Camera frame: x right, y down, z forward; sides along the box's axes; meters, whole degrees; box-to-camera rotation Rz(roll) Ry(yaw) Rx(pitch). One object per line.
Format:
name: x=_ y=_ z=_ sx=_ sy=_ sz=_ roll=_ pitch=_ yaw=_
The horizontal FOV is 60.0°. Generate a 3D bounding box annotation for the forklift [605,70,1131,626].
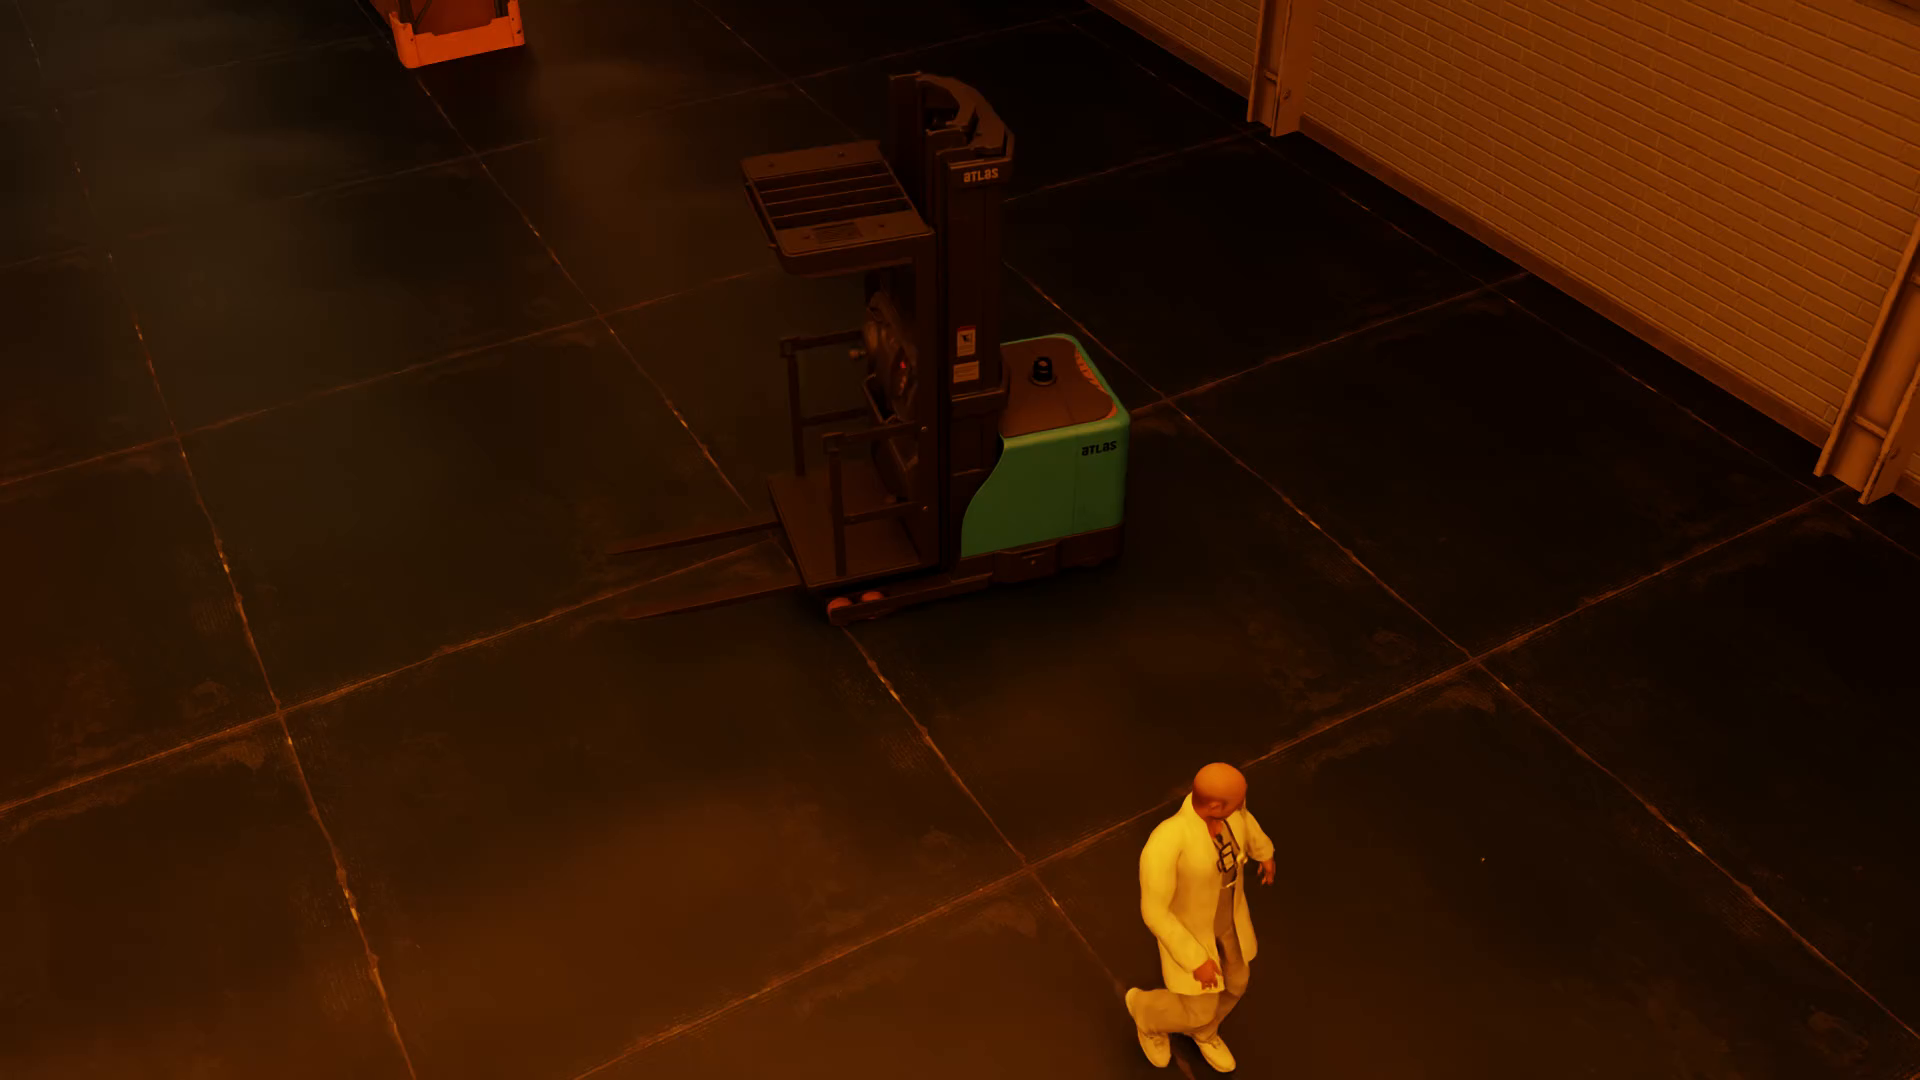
forklift: x=-0.580 y=-1.006 z=9.250 sx=3.031 sy=2.935 sz=1.130 roll=-12 pitch=41 yaw=-14

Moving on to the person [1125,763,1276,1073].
person: x=1.071 y=1.592 z=7.058 sx=0.829 sy=1.750 sz=0.517 roll=-27 pitch=47 yaw=-28
